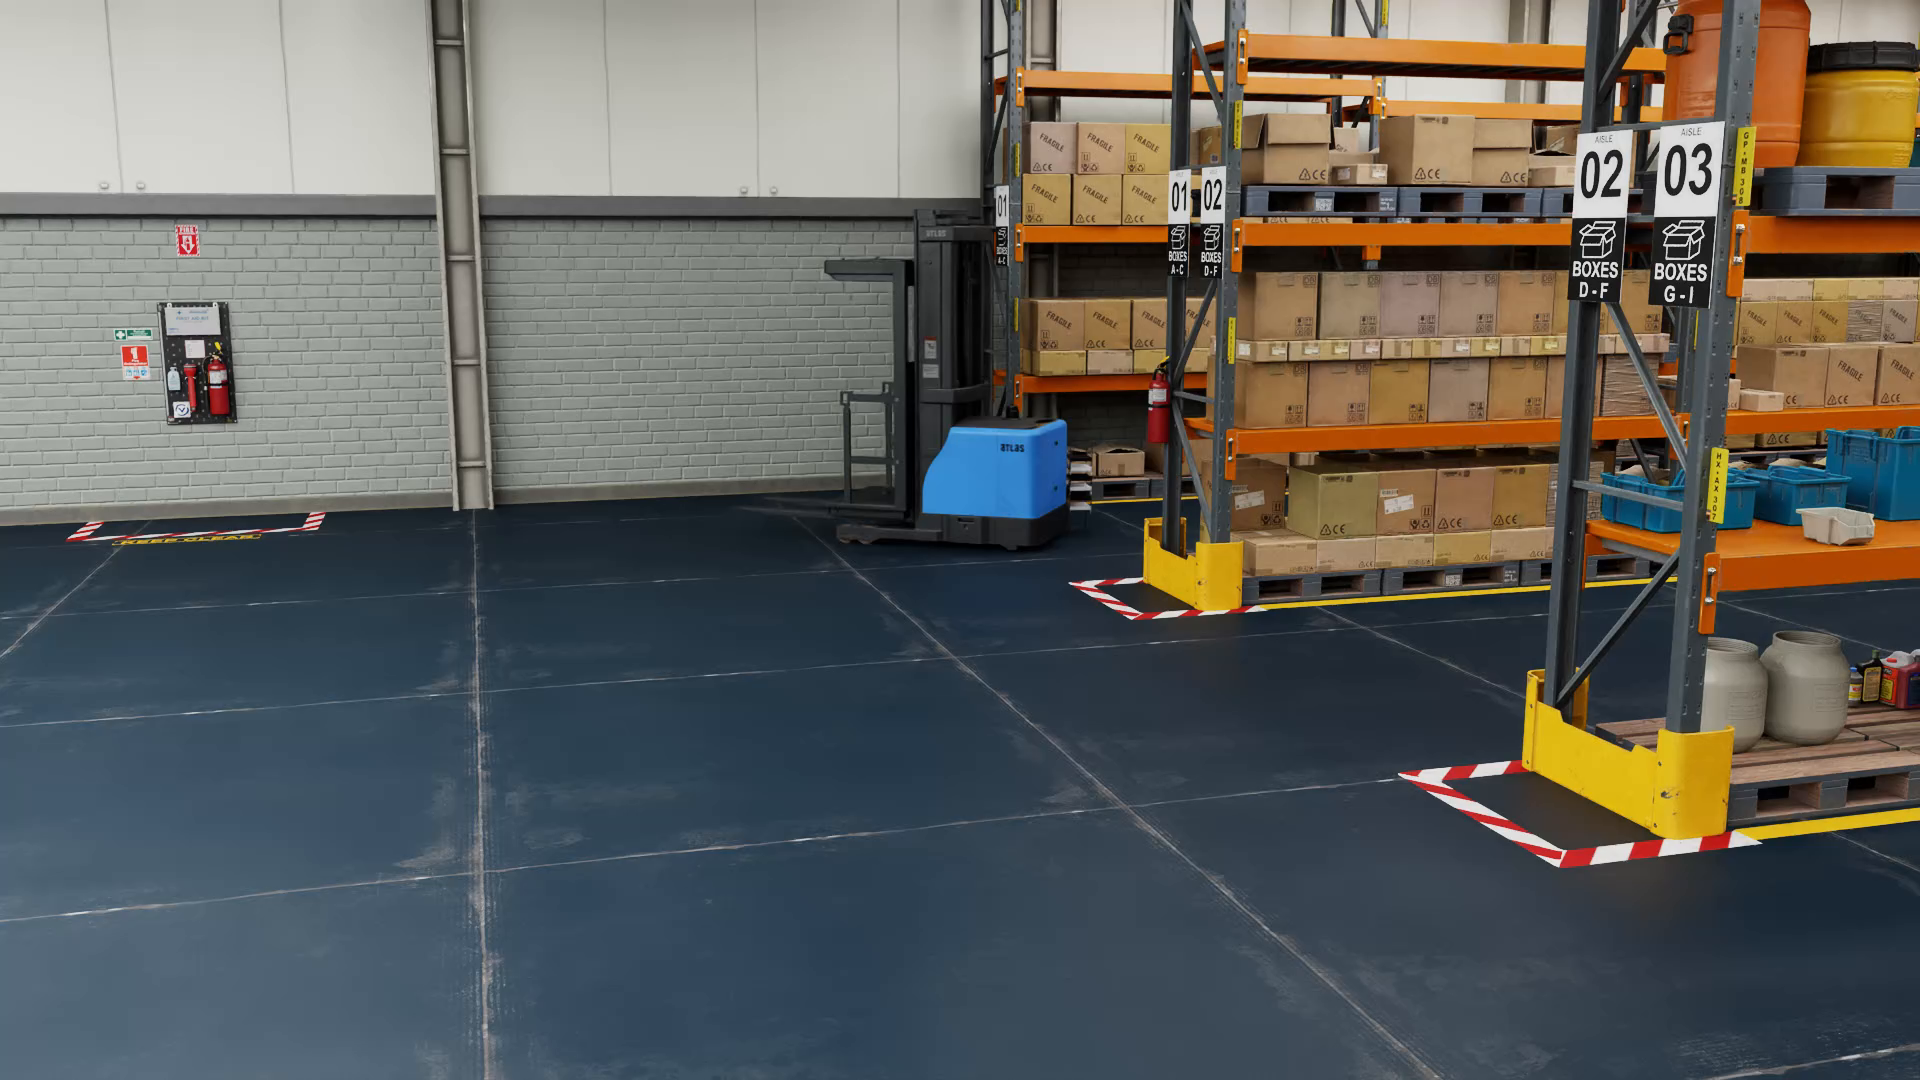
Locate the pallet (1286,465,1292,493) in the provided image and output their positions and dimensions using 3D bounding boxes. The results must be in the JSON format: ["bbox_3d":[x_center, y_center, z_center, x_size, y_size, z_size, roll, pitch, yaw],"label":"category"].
[{"bbox_3d":[3.614,-0.713,18.337,1.213,0.211,1.003,-3,11,-16],"label":"pallet"}]

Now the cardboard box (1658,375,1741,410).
[{"bbox_3d":[6.097,-1.223,13.816,0.500,0.250,0.500,-2,11,-12],"label":"cardboard box"}]

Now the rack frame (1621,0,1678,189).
[{"bbox_3d":[5.637,-4.214,13.083,0.127,3.000,1.000,-3,11,-16],"label":"rack frame"}]

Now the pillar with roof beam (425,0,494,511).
[{"bbox_3d":[-3.719,-4.006,11.955,0.400,9.000,9.100,-3,11,-16],"label":"pillar with roof beam"}]

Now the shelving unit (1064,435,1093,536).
[{"bbox_3d":[1.085,-0.505,15.303,0.210,0.900,0.258,-1,11,-8],"label":"shelving unit"}]

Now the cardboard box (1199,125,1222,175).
[{"bbox_3d":[2.821,-4.020,17.222,0.500,0.500,0.500,-3,11,-18],"label":"cardboard box"}]

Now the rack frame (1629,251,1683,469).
[{"bbox_3d":[8.089,-2.327,19.402,0.127,3.000,1.000,-3,11,-16],"label":"rack frame"}]

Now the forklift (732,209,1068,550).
[{"bbox_3d":[-0.587,-1.491,15.048,3.031,2.935,1.130,4,11,19],"label":"forklift"}]

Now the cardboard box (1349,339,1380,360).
[{"bbox_3d":[2.969,-1.451,12.573,0.250,0.149,0.380,-3,11,-17],"label":"cardboard box"}]

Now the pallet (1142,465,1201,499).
[{"bbox_3d":[2.440,-0.651,17.998,1.213,0.211,1.003,-3,11,-16],"label":"pallet"}]

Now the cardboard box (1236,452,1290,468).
[{"bbox_3d":[3.263,-1.052,18.166,0.500,0.500,0.500,-4,11,-20],"label":"cardboard box"}]

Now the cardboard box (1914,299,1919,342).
[{"bbox_3d":[11.557,-2.668,20.099,0.500,0.500,0.500,-3,11,-17],"label":"cardboard box"}]

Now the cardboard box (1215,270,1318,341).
[{"bbox_3d":[2.299,-1.773,12.531,0.500,0.500,0.700,-3,11,-16],"label":"cardboard box"}]

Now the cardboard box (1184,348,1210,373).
[{"bbox_3d":[2.437,-1.907,17.477,0.500,0.250,0.500,-3,11,-15],"label":"cardboard box"}]

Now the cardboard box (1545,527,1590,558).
[{"bbox_3d":[4.770,-0.033,13.375,0.500,0.250,0.500,-3,11,-16],"label":"cardboard box"}]

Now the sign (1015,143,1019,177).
[{"bbox_3d":[0.560,-3.733,16.340,0.005,0.325,0.100,-3,11,-16],"label":"sign"}]

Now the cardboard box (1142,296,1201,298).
[{"bbox_3d":[2.266,-2.364,17.891,0.500,0.500,0.500,-3,11,-15],"label":"cardboard box"}]

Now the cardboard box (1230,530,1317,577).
[{"bbox_3d":[2.373,0.096,12.675,0.500,0.250,0.500,-3,11,-16],"label":"cardboard box"}]

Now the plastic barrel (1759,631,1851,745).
[{"bbox_3d":[4.269,0.745,8.426,0.421,0.512,0.421,0,10,0],"label":"plastic barrel"}]

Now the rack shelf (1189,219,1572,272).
[{"bbox_3d":[3.716,-2.284,12.870,4.000,0.370,1.077,-3,11,-16],"label":"rack shelf"}]

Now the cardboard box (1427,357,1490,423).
[{"bbox_3d":[3.734,-1.211,13.062,0.500,0.500,0.700,-3,11,-14],"label":"cardboard box"}]

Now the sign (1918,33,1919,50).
[{"bbox_3d":[11.798,-6.115,20.391,0.005,0.325,0.100,-3,11,-16],"label":"sign"}]

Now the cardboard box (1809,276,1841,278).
[{"bbox_3d":[10.435,-3.072,20.223,0.500,0.250,0.500,-3,11,-18],"label":"cardboard box"}]

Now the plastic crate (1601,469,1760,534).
[{"bbox_3d":[3.574,-0.204,8.282,0.616,0.251,0.499,-3,11,-16],"label":"plastic crate"}]

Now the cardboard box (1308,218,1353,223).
[{"bbox_3d":[3.830,-3.590,17.648,0.500,0.500,0.500,-3,11,-14],"label":"cardboard box"}]

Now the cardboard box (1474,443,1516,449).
[{"bbox_3d":[5.934,-1.206,18.999,0.500,0.500,0.700,-3,11,-15],"label":"cardboard box"}]

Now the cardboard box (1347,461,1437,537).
[{"bbox_3d":[3.329,-0.326,12.896,0.500,0.500,0.500,-3,11,-16],"label":"cardboard box"}]

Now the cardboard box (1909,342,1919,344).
[{"bbox_3d":[11.449,-2.333,20.071,0.250,0.149,0.380,-3,11,-15],"label":"cardboard box"}]

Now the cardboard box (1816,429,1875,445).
[{"bbox_3d":[10.489,-1.578,20.110,0.750,0.750,0.750,-3,11,-14],"label":"cardboard box"}]

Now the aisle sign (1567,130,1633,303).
[{"bbox_3d":[3.025,-1.527,7.874,0.004,0.787,0.394,-3,11,-16],"label":"aisle sign"}]

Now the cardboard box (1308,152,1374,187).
[{"bbox_3d":[2.828,-2.842,12.784,0.500,0.250,0.500,-3,11,-16],"label":"cardboard box"}]

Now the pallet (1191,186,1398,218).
[{"bbox_3d":[2.482,-2.524,12.433,1.213,0.211,1.003,-3,11,-16],"label":"pallet"}]

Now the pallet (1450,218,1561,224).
[{"bbox_3d":[5.866,-3.573,18.405,1.003,0.211,1.213,-3,11,-16],"label":"pallet"}]

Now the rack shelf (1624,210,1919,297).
[{"bbox_3d":[5.097,-1.423,8.192,4.000,0.370,1.077,-3,11,-16],"label":"rack shelf"}]

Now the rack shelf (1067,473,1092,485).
[{"bbox_3d":[1.085,-0.561,15.292,0.200,0.077,0.258,-1,11,-8],"label":"rack shelf"}]

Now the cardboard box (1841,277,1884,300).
[{"bbox_3d":[10.569,-2.986,19.755,0.500,0.250,0.500,-3,11,-15],"label":"cardboard box"}]

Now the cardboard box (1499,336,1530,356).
[{"bbox_3d":[4.216,-1.517,12.934,0.250,0.149,0.380,-3,11,-14],"label":"cardboard box"}]

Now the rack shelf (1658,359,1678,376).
[{"bbox_3d":[6.169,-1.872,18.918,4.000,0.370,1.077,-3,11,-16],"label":"rack shelf"}]

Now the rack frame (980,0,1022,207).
[{"bbox_3d":[0.408,-4.873,16.660,0.127,3.000,1.000,-3,11,-16],"label":"rack frame"}]

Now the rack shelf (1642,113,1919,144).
[{"bbox_3d":[10.009,-4.828,19.510,4.000,0.370,1.077,-3,11,-16],"label":"rack shelf"}]

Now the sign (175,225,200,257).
[{"bbox_3d":[-7.342,-2.843,15.802,0.199,0.298,0.001,-3,11,-16],"label":"sign"}]

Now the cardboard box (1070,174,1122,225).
[{"bbox_3d":[1.325,-3.451,16.891,0.500,0.500,0.500,-2,11,-12],"label":"cardboard box"}]

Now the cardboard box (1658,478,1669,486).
[{"bbox_3d":[6.103,-0.371,13.665,0.500,0.311,0.500,-3,11,-16],"label":"cardboard box"}]

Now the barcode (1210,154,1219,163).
[{"bbox_3d":[1.951,-2.921,12.741,0.075,0.075,0.001,-3,11,-16],"label":"barcode"}]

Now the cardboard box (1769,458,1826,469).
[{"bbox_3d":[7.407,-0.541,14.587,0.500,0.311,0.500,-3,11,-17],"label":"cardboard box"}]

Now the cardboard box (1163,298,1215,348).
[{"bbox_3d":[2.418,-2.276,17.410,0.500,0.500,0.500,-3,11,-14],"label":"cardboard box"}]

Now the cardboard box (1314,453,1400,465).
[{"bbox_3d":[3.184,-0.416,13.387,0.500,0.500,0.500,-3,11,-16],"label":"cardboard box"}]

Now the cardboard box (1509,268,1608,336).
[{"bbox_3d":[4.728,-1.902,13.232,0.500,0.500,0.700,-3,11,-16],"label":"cardboard box"}]

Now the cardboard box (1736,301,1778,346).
[{"bbox_3d":[9.132,-2.537,19.392,0.500,0.500,0.500,-3,11,-14],"label":"cardboard box"}]

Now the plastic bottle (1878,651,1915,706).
[{"bbox_3d":[5.068,0.746,9.017,0.135,0.276,0.152,-3,11,-16],"label":"plastic bottle"}]

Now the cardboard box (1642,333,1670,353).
[{"bbox_3d":[5.436,-1.581,13.281,0.250,0.149,0.380,-3,11,-16],"label":"cardboard box"}]
